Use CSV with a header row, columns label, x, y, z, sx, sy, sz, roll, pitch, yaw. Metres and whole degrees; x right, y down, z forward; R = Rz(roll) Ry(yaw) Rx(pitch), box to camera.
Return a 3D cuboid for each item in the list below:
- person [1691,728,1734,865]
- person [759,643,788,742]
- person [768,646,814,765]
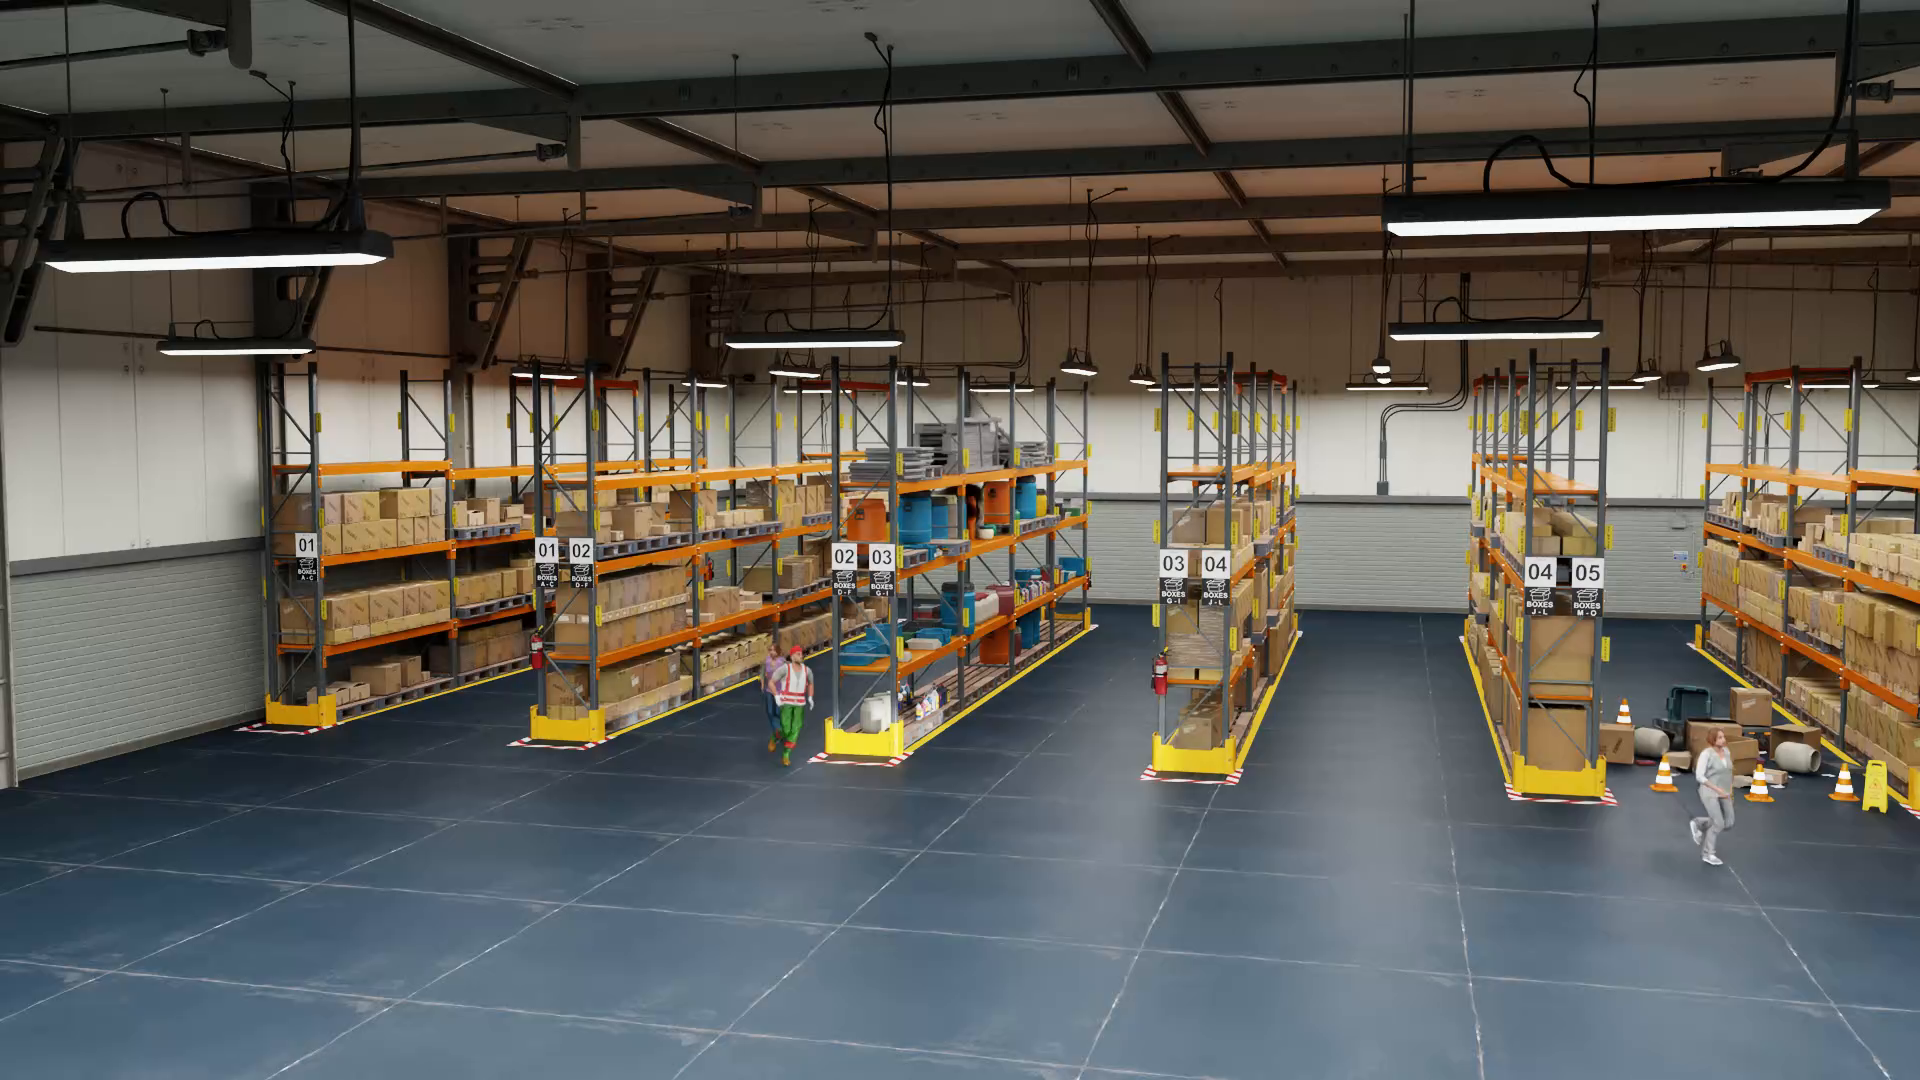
label,x,y,z,sx,sy,sz,roll,pitch,yaw
person,8.566,2.897,18.906,0.554,1.563,0.613,-2,4,-22
person,-2.896,2.393,26.249,0.553,1.560,0.570,1,4,13
person,-2.449,2.418,24.531,0.705,1.716,0.701,-2,5,-27
